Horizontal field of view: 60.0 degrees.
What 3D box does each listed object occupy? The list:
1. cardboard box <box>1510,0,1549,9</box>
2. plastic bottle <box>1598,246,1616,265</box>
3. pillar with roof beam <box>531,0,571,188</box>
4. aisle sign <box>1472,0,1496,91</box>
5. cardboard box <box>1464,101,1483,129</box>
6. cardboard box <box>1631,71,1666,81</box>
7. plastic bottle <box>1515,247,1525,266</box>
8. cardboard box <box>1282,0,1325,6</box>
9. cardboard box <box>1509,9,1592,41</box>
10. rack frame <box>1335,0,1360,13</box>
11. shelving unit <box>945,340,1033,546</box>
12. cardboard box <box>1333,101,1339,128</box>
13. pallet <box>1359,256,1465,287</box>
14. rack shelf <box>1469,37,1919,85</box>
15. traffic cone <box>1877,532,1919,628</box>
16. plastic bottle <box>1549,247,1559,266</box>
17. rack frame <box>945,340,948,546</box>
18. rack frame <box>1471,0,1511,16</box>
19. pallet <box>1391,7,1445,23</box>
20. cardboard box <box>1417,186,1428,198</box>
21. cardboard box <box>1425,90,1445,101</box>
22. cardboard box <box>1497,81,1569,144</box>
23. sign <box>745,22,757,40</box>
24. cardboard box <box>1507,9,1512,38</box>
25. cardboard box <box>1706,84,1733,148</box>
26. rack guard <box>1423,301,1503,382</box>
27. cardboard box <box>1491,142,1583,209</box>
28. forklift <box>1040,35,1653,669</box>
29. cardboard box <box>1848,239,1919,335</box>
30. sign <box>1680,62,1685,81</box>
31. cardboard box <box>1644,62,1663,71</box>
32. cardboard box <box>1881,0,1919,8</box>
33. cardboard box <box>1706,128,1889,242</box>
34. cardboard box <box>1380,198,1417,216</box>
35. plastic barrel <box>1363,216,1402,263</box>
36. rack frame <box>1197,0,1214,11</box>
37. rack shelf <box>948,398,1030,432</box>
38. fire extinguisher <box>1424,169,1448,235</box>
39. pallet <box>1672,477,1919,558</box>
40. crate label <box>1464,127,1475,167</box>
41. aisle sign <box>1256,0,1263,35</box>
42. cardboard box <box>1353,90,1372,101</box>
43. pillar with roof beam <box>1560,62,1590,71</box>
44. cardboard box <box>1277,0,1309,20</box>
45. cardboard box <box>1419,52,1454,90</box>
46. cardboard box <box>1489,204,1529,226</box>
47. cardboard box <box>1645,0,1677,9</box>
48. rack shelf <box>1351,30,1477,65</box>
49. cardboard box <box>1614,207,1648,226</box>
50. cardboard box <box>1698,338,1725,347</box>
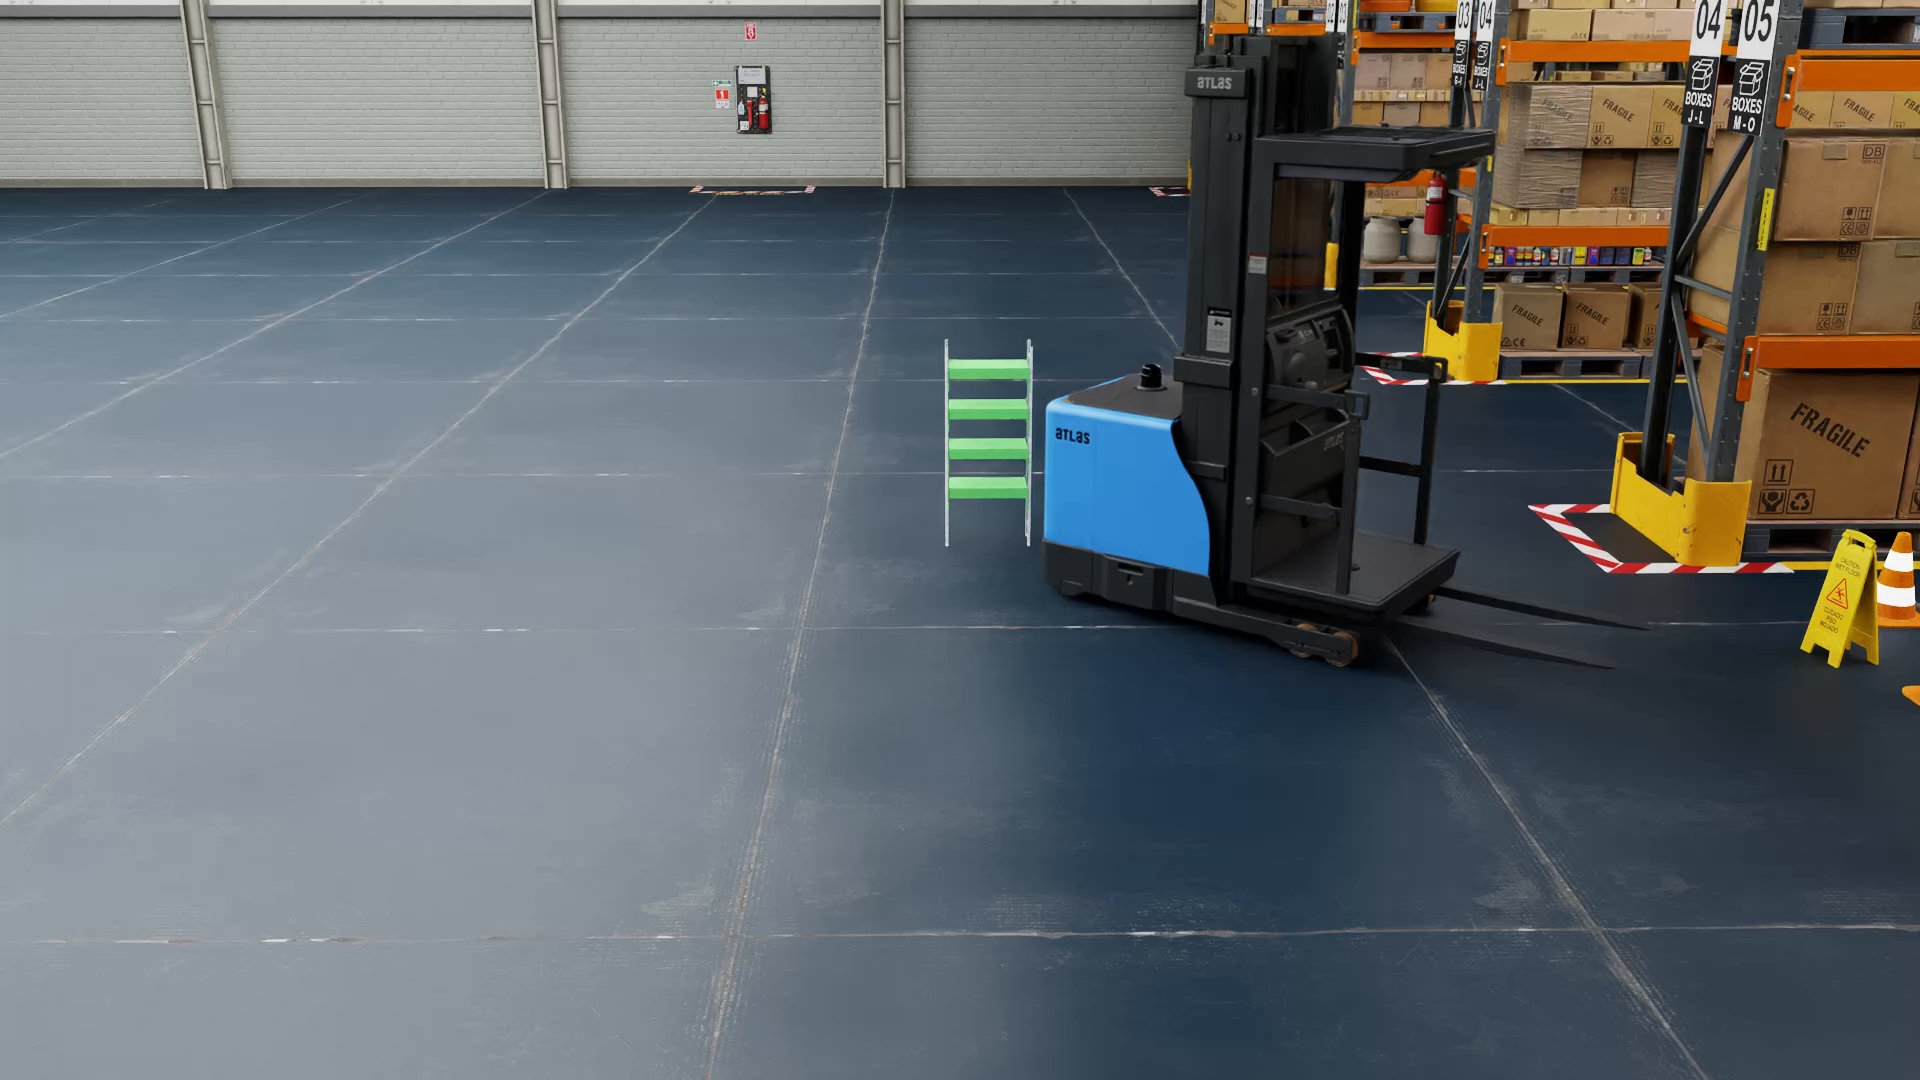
[{"bbox_3d":[4.656,-4.446,13.680,0.250,0.149,0.380,0,18,-1],"label":"cardboard box"},{"bbox_3d":[7.467,-3.357,19.218,0.185,0.351,0.144,-1,18,-4],"label":"plastic bottle"},{"bbox_3d":[-7.102,-9.259,24.179,0.400,9.000,9.100,0,18,-1],"label":"pillar with roof beam"},{"bbox_3d":[4.320,-4.115,13.709,0.004,0.787,0.394,0,18,-1],"label":"aisle sign"},{"bbox_3d":[7.253,-6.053,23.842,0.500,0.500,0.700,0,18,-1],"label":"cardboard box"},{"bbox_3d":[11.672,-7.798,28.561,0.500,0.500,0.700,-2,18,-7],"label":"cardboard box"},{"bbox_3d":[6.459,-3.307,19.193,0.097,0.271,0.097,0,18,0],"label":"plastic bottle"},{"bbox_3d":[4.799,-7.740,23.269,0.637,0.503,0.797,1,18,3],"label":"cardboard box"},{"bbox_3d":[4.863,-4.249,13.718,0.500,0.250,0.500,0,18,1],"label":"cardboard box"},{"bbox_3d":[4.299,-7.338,18.191,0.127,3.000,1.000,0,18,-1],"label":"rack frame"},{"bbox_3d":[0.166,-0.572,9.867,0.503,1.200,0.258,0,18,-1],"label":"shelving unit"},{"bbox_3d":[5.216,-6.045,23.816,0.500,0.500,0.700,0,18,1],"label":"cardboard box"},{"bbox_3d":[5.187,-3.171,19.587,1.213,0.211,1.003,0,18,-1],"label":"pallet"},{"bbox_3d":[6.377,-4.064,14.074,4.000,0.370,1.077,0,18,-1],"label":"rack shelf"},{"bbox_3d":[4.908,0.185,8.712,0.334,0.463,0.336,0,18,-1],"label":"traffic cone"},{"bbox_3d":[6.864,-3.276,19.210,0.097,0.201,0.097,0,18,0],"label":"plastic bottle"},{"bbox_3d":[-0.078,-0.571,9.863,0.015,1.200,0.240,0,18,-1],"label":"rack frame"},{"bbox_3d":[4.377,-5.826,13.476,0.127,3.000,1.000,0,18,-1],"label":"rack frame"},{"bbox_3d":[6.155,-7.383,23.386,1.213,0.211,1.003,0,18,-1],"label":"pallet"},{"bbox_3d":[6.764,-5.190,23.903,0.500,0.500,0.500,0,18,-1],"label":"cardboard box"},{"bbox_3d":[6.686,-6.298,23.544,0.250,0.149,0.380,0,18,1],"label":"cardboard box"},{"bbox_3d":[4.923,-3.712,14.422,0.500,0.500,0.500,0,18,-1],"label":"cardboard box"},{"bbox_3d":[-3.652,-8.880,29.024,0.199,0.298,0.001,0,18,-1],"label":"sign"},{"bbox_3d":[4.855,-4.406,14.206,0.500,0.250,0.500,0,18,0],"label":"cardboard box"},{"bbox_3d":[6.431,-3.561,13.951,0.500,0.500,0.500,0,18,-1],"label":"cardboard box"},{"bbox_3d":[4.453,-1.779,14.775,0.348,0.500,1.175,0,18,-1],"label":"rack guard"},{"bbox_3d":[4.927,-3.153,14.314,0.500,0.500,0.875,0,18,-1],"label":"cardboard box"},{"bbox_3d":[1.931,-0.962,8.247,3.031,2.935,1.130,13,22,34],"label":"forklift"},{"bbox_3d":[5.274,-1.550,9.723,0.550,0.550,0.875,0,18,-1],"label":"cardboard box"},{"bbox_3d":[12.160,-7.894,27.979,0.005,0.325,0.100,0,18,-1],"label":"sign"},{"bbox_3d":[11.797,-8.101,28.445,0.250,0.149,0.380,-3,18,-8],"label":"cardboard box"},{"bbox_3d":[4.957,-2.915,8.874,0.250,0.149,0.380,0,18,0],"label":"cardboard box"},{"bbox_3d":[4.726,-2.029,9.449,0.550,0.550,0.875,0,18,-1],"label":"cardboard box"},{"bbox_3d":[6.264,-4.827,23.997,0.500,0.250,0.500,0,18,-1],"label":"cardboard box"},{"bbox_3d":[4.956,-3.524,19.506,0.421,0.512,0.421,0,18,0],"label":"plastic barrel"},{"bbox_3d":[4.143,-10.364,27.624,0.127,3.000,1.000,0,18,-1],"label":"rack frame"},{"bbox_3d":[0.166,-0.740,9.813,0.480,0.148,0.258,0,18,-1],"label":"rack shelf"},{"bbox_3d":[4.255,-3.072,14.841,0.183,0.674,0.296,0,18,-1],"label":"fire extinguisher"},{"bbox_3d":[5.153,-0.154,10.181,1.213,0.211,1.003,0,18,-1],"label":"pallet"},{"bbox_3d":[6.135,-4.590,19.388,0.616,0.435,0.502,0,18,-1],"label":"crate label"},{"bbox_3d":[4.164,-7.139,23.134,0.004,0.787,0.394,0,18,-1],"label":"aisle sign"},{"bbox_3d":[5.652,-6.293,23.527,0.250,0.149,0.380,-1,18,-3],"label":"cardboard box"},{"bbox_3d":[10.896,-9.346,24.449,0.400,9.000,9.100,0,18,-1],"label":"pillar with roof beam"},{"bbox_3d":[5.537,-8.914,27.816,0.500,0.500,0.500,1,18,2],"label":"cardboard box"},{"bbox_3d":[6.774,-6.670,23.642,0.500,0.500,0.700,0,18,-1],"label":"cardboard box"},{"bbox_3d":[4.666,-2.778,14.208,0.250,0.149,0.380,0,18,-1],"label":"cardboard box"},{"bbox_3d":[5.684,-4.436,13.649,0.250,0.149,0.380,0,18,-1],"label":"cardboard box"},{"bbox_3d":[6.299,-5.577,18.790,4.000,0.370,1.077,0,18,-1],"label":"rack shelf"},{"bbox_3d":[5.666,-2.776,14.203,0.250,0.149,0.380,0,18,-1],"label":"cardboard box"},{"bbox_3d":[6.784,-1.976,14.702,0.500,0.500,0.500,-2,18,-6],"label":"cardboard box"}]
